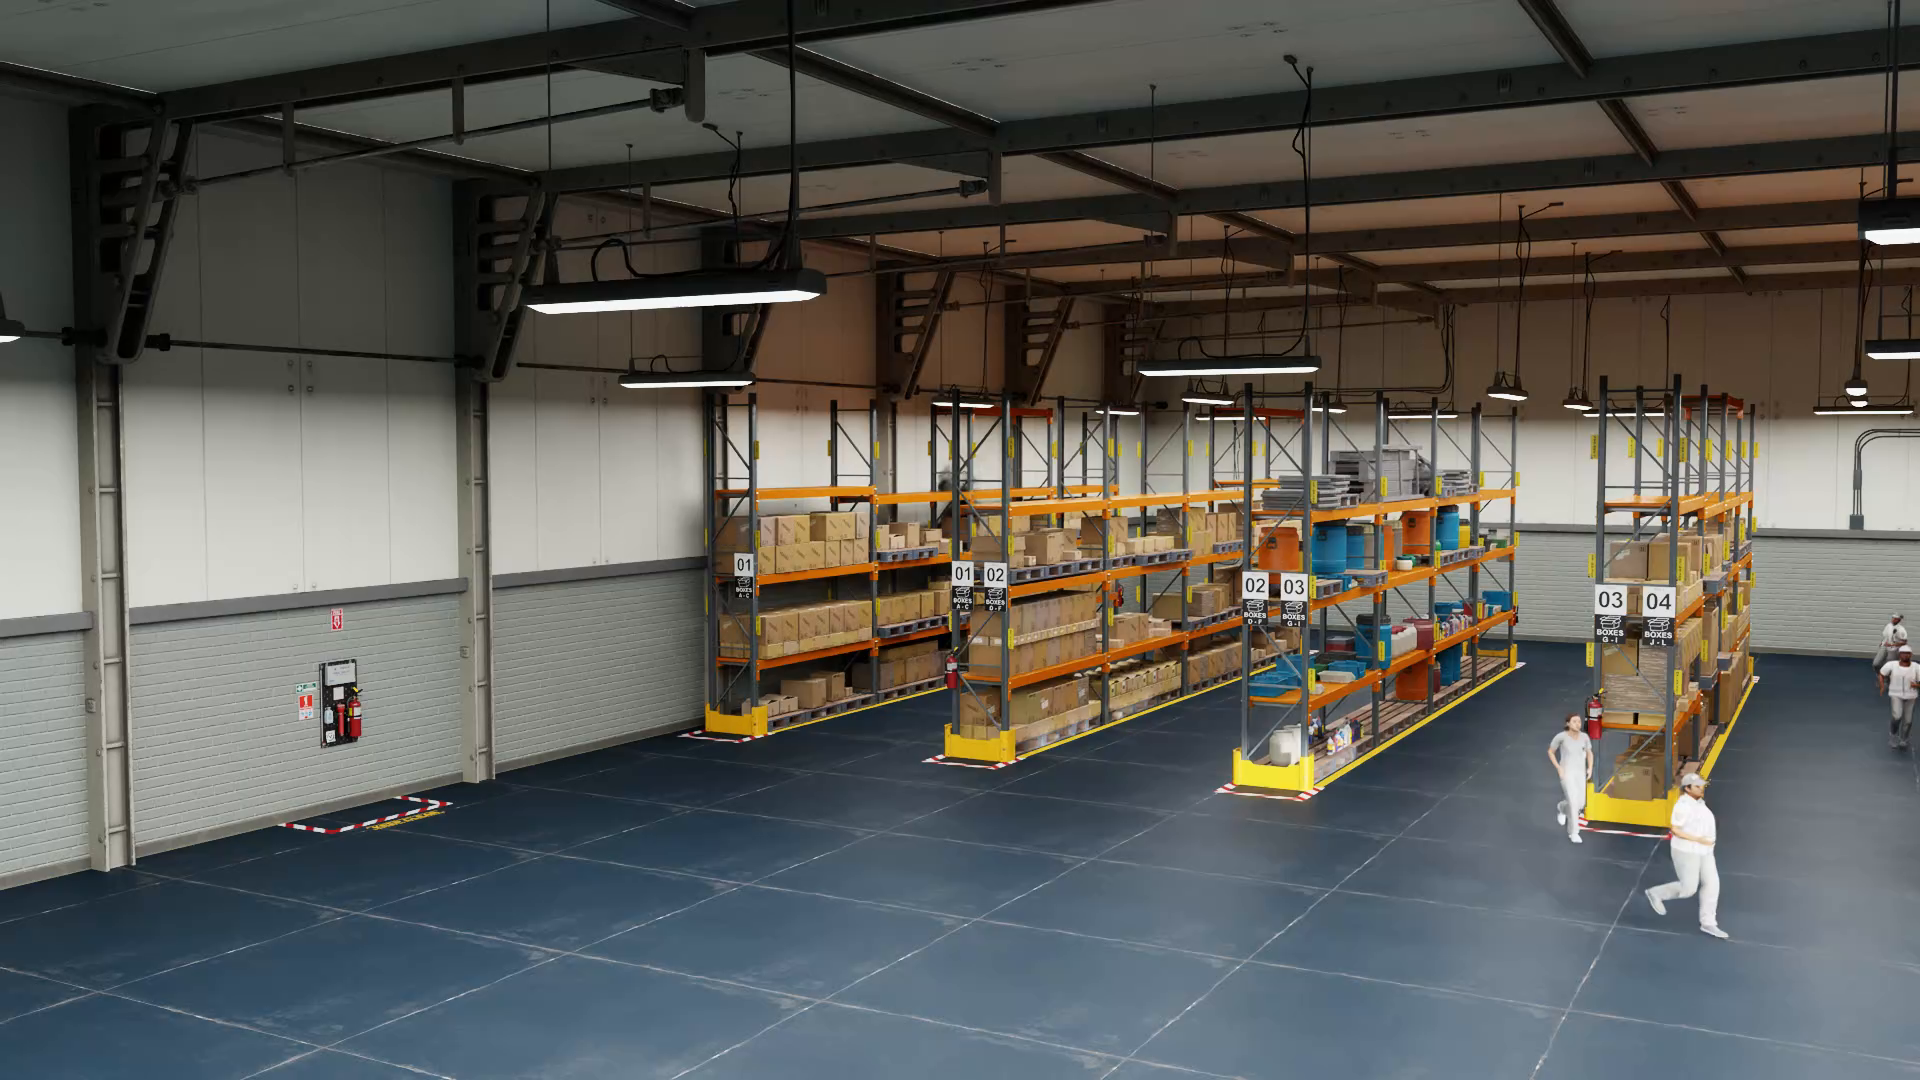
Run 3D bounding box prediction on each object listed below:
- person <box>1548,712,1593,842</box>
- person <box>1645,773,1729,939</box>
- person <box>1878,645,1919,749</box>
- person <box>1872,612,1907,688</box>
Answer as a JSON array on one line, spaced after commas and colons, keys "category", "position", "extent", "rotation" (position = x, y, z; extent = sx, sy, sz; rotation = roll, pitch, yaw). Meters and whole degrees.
[{"category": "person", "position": [7.893, 3.030, 21.534], "extent": [0.565, 1.637, 0.740], "rotation": [0, 3, -5]}, {"category": "person", "position": [7.592, 3.247, 17.298], "extent": [0.607, 1.659, 0.849], "rotation": [-2, 4, -37]}, {"category": "person", "position": [15.698, 2.621, 27.686], "extent": [0.676, 1.742, 0.673], "rotation": [1, 3, 23]}, {"category": "person", "position": [19.425, 2.306, 34.706], "extent": [0.552, 1.640, 0.648], "rotation": [-1, 3, -25]}]
